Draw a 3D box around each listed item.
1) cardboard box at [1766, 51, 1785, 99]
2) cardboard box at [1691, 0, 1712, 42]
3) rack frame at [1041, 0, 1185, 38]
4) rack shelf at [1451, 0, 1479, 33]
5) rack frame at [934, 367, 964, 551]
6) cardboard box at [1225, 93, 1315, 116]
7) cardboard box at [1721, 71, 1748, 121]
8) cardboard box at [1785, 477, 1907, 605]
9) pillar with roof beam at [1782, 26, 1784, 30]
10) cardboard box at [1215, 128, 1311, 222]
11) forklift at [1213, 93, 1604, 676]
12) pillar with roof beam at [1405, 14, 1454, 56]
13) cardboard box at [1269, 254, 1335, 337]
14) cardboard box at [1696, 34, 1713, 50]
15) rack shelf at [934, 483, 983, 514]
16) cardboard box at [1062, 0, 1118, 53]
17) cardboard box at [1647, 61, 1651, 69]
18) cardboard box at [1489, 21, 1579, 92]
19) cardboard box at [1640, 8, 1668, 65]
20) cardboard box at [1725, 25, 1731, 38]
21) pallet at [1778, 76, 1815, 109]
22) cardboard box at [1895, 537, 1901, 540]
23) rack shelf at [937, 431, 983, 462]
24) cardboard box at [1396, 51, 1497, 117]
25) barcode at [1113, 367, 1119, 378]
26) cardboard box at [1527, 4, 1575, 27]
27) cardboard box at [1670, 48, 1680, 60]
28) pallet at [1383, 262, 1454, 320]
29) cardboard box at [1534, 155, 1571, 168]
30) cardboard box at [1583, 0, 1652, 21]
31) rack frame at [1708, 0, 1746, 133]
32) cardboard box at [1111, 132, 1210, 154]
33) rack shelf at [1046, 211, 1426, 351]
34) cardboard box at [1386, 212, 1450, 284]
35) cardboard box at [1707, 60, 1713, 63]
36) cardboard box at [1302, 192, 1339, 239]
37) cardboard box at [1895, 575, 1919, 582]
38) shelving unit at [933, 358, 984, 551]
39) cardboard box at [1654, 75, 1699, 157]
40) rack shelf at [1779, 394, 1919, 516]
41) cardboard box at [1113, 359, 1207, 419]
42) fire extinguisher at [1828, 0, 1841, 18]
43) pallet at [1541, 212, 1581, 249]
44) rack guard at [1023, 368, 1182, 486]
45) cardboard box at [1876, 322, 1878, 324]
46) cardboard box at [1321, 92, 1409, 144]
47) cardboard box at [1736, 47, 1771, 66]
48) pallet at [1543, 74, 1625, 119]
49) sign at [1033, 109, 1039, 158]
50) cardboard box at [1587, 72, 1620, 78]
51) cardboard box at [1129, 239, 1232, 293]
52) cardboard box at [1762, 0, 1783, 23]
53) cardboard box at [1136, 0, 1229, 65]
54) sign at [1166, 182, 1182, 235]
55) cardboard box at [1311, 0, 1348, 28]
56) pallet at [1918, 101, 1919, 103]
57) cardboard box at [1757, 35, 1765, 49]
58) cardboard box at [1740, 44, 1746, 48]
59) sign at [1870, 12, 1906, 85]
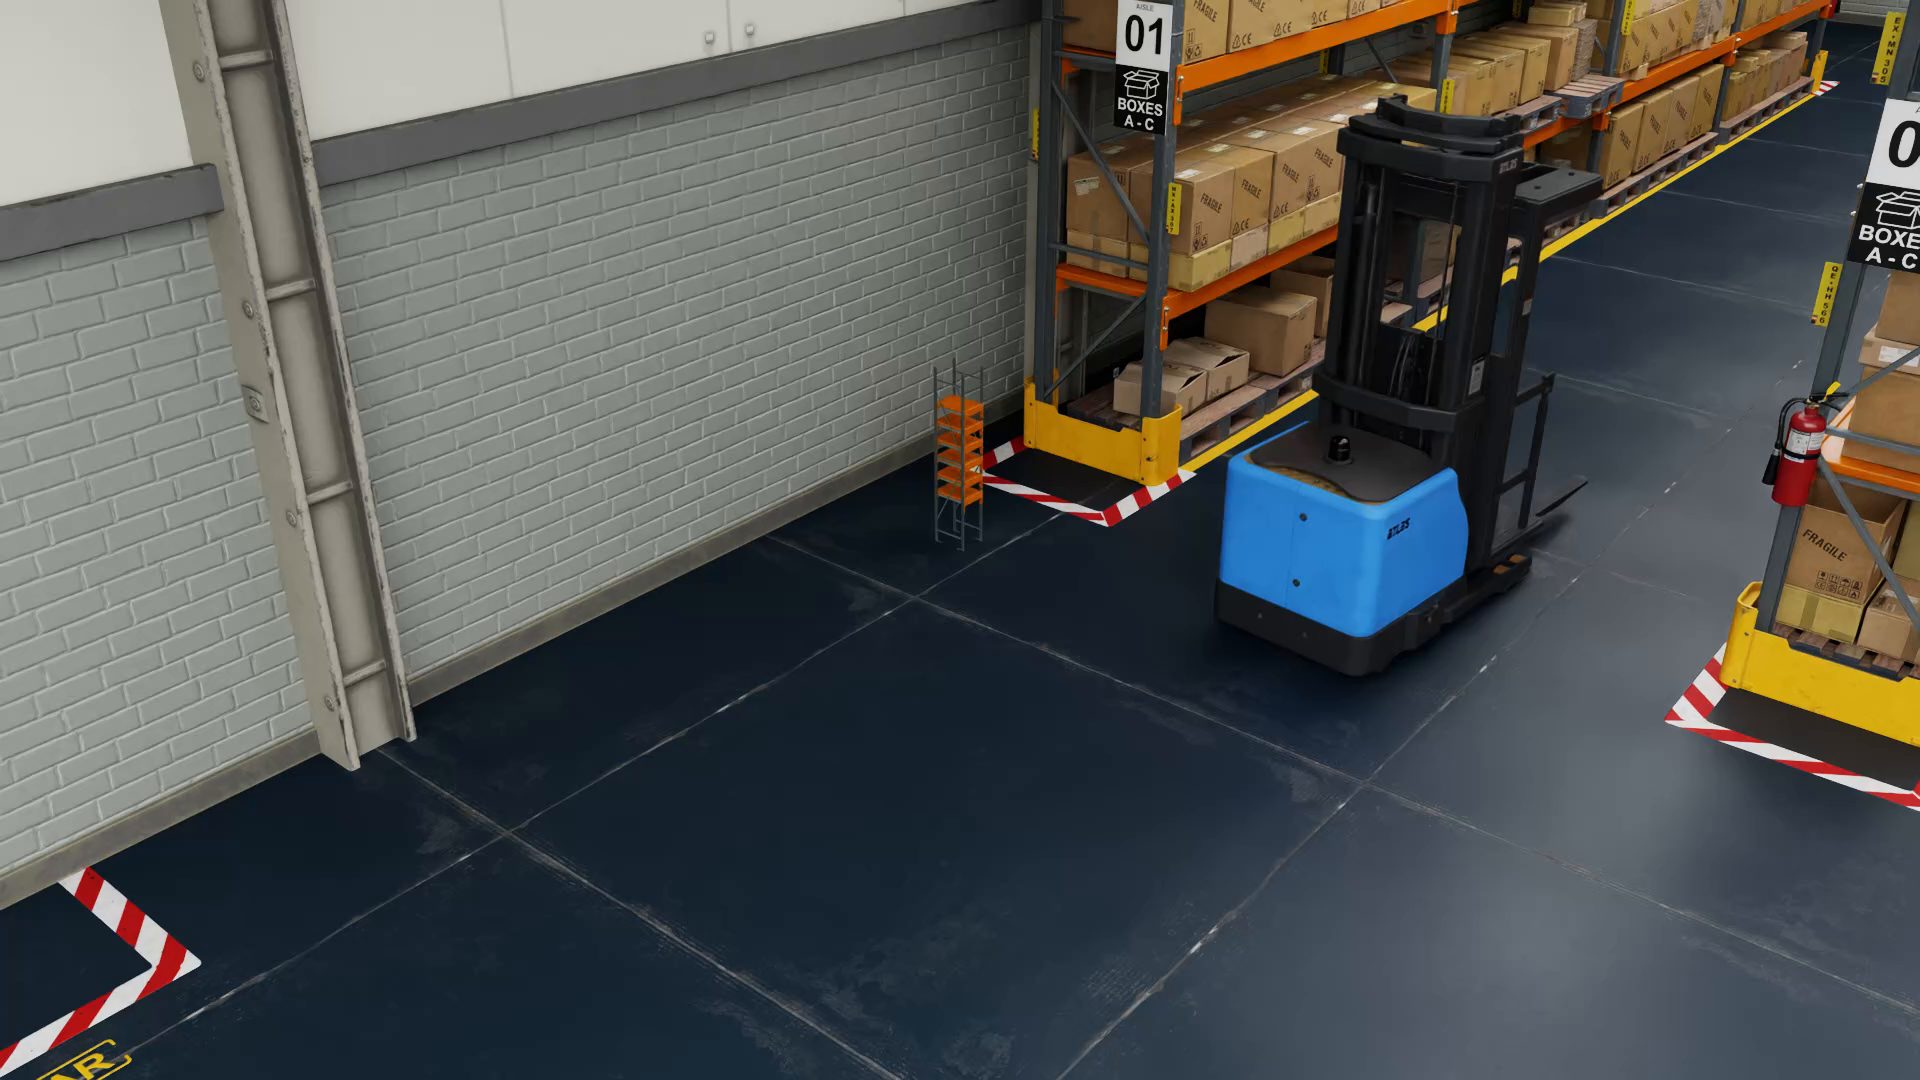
[{"bbox_3d":[10.117,-6.010,21.366,0.700,0.500,0.500,19,33,33],"label":"cardboard box"},{"bbox_3d":[7.836,-5.737,18.121,0.500,0.500,0.500,21,34,34],"label":"cardboard box"},{"bbox_3d":[0.945,-4.558,9.768,1.000,3.000,0.127,21,34,34],"label":"rack frame"},{"bbox_3d":[4.762,-5.034,14.735,1.077,0.370,4.000,21,34,34],"label":"rack shelf"},{"bbox_3d":[-0.067,-0.495,10.402,0.240,1.200,0.006,21,34,34],"label":"rack frame"},{"bbox_3d":[2.376,-3.124,12.850,0.500,0.500,0.500,22,34,36],"label":"cardboard box"},{"bbox_3d":[9.133,-5.460,20.303,0.700,0.500,0.500,21,34,35],"label":"cardboard box"},{"bbox_3d":[4.882,-0.023,9.249,0.500,0.500,0.500,21,34,34],"label":"cardboard box"},{"bbox_3d":[15.494,-10.183,20.641,9.100,9.000,0.400,21,34,34],"label":"pillar with roof beam"},{"bbox_3d":[2.137,-2.604,11.845,0.500,0.500,0.500,19,33,33],"label":"cardboard box"},{"bbox_3d":[2.882,-1.131,9.747,1.130,2.935,3.031,25,36,39],"label":"forklift"},{"bbox_3d":[7.862,-5.929,12.416,9.100,9.000,0.400,21,34,34],"label":"pillar with roof beam"},{"bbox_3d":[2.860,-2.018,13.627,0.500,0.500,0.500,18,32,31],"label":"cardboard box"},{"bbox_3d":[8.117,-5.557,18.479,0.380,0.149,0.250,21,34,34],"label":"cardboard box"},{"bbox_3d":[-0.009,-0.275,10.595,0.258,0.103,0.180,21,34,34],"label":"rack shelf"},{"bbox_3d":[1.016,-3.501,10.859,0.500,0.500,0.500,24,36,38],"label":"cardboard box"},{"bbox_3d":[7.047,-5.053,17.504,0.380,0.149,0.250,22,34,35],"label":"cardboard box"},{"bbox_3d":[5.408,-4.594,15.779,0.700,0.500,0.500,17,32,30],"label":"cardboard box"},{"bbox_3d":[6.881,-5.196,17.075,0.500,0.500,0.500,22,35,36],"label":"cardboard box"},{"bbox_3d":[8.582,-5.843,19.032,0.380,0.149,0.250,21,34,35],"label":"cardboard box"},{"bbox_3d":[10.674,-6.022,22.161,1.003,0.211,1.213,21,34,34],"label":"pallet"},{"bbox_3d":[5.509,-0.048,10.113,0.500,0.250,0.500,21,34,34],"label":"cardboard box"},{"bbox_3d":[-0.009,-0.595,10.430,0.258,0.103,0.180,21,34,34],"label":"rack shelf"},{"bbox_3d":[4.201,-3.918,14.472,0.500,0.500,0.700,-24,36,-39],"label":"cardboard box"},{"bbox_3d":[1.158,-1.241,12.323,0.001,0.075,0.075,21,34,34],"label":"barcode"},{"bbox_3d":[5.644,-5.009,15.874,0.380,0.149,0.250,15,31,26],"label":"cardboard box"},{"bbox_3d":[7.562,-5.315,18.011,0.380,0.149,0.250,22,35,36],"label":"cardboard box"},{"bbox_3d":[3.984,-2.350,15.063,1.003,0.211,1.213,21,34,34],"label":"pallet"},{"bbox_3d":[5.616,-3.545,16.580,0.700,0.500,0.500,21,34,35],"label":"cardboard box"},{"bbox_3d":[6.540,-5.345,16.546,0.500,0.250,0.500,22,34,36],"label":"cardboard box"},{"bbox_3d":[8.578,-6.148,19.371,1.000,3.000,0.127,21,34,34],"label":"rack frame"},{"bbox_3d":[1.409,-2.574,11.786,0.500,0.500,0.500,21,34,35],"label":"cardboard box"},{"bbox_3d":[2.218,-2.283,12.682,1.077,0.370,4.000,21,34,34],"label":"rack shelf"},{"bbox_3d":[3.945,-2.663,14.875,0.700,0.500,0.500,22,35,36],"label":"cardboard box"},{"bbox_3d":[8.888,-5.755,20.167,0.380,0.149,0.250,21,34,34],"label":"cardboard box"},{"bbox_3d":[2.472,-2.462,12.386,0.500,0.250,0.500,21,34,35],"label":"cardboard box"},{"bbox_3d":[5.598,0.284,9.472,0.500,0.250,0.500,21,34,34],"label":"cardboard box"},{"bbox_3d":[-0.009,-0.528,10.464,0.258,1.200,0.189,21,34,34],"label":"shelving unit"},{"bbox_3d":[7.702,-4.796,18.638,0.750,0.750,0.750,22,35,36],"label":"cardboard box"},{"bbox_3d":[6.042,-0.837,9.886,1.077,0.370,4.000,21,34,34],"label":"rack shelf"},{"bbox_3d":[1.455,-1.114,12.086,0.500,0.311,0.500,17,32,29],"label":"cardboard box"},{"bbox_3d":[11.575,-7.285,22.058,0.296,0.674,0.183,21,34,34],"label":"fire extinguisher"},{"bbox_3d":[5.536,-3.215,16.735,1.003,0.211,1.213,21,34,34],"label":"pallet"},{"bbox_3d":[0.994,-0.811,11.773,1.175,0.500,0.348,21,34,34],"label":"rack guard"},{"bbox_3d":[5.032,-1.064,8.728,0.380,0.149,0.250,22,34,36],"label":"cardboard box"},{"bbox_3d":[3.115,-3.151,12.901,0.500,0.500,0.500,21,34,34],"label":"cardboard box"},{"bbox_3d":[9.824,-6.001,20.644,0.380,0.149,0.250,20,33,33],"label":"cardboard box"},{"bbox_3d":[5.663,-4.361,16.125,1.213,0.211,1.003,21,34,34],"label":"pallet"},{"bbox_3d":[0.530,-2.718,11.135,0.100,0.325,0.005,21,34,34],"label":"sign"},{"bbox_3d":[6.422,-4.677,16.777,0.380,0.149,0.250,20,34,34],"label":"cardboard box"},{"bbox_3d":[1.501,-1.916,11.331,0.500,0.250,0.500,20,33,33],"label":"cardboard box"},{"bbox_3d":[9.404,-6.726,20.161,0.980,0.700,0.700,20,33,33],"label":"cardboard box"},{"bbox_3d":[1.351,-3.325,10.518,0.500,0.500,0.500,22,34,36],"label":"cardboard box"},{"bbox_3d":[1.364,-2.120,10.641,0.100,0.325,0.005,21,34,34],"label":"sign"},{"bbox_3d":[2.372,-3.886,11.603,0.500,0.500,0.500,23,35,37],"label":"cardboard box"},{"bbox_3d":[5.240,-1.984,8.151,1.003,0.211,1.213,21,34,34],"label":"pallet"},{"bbox_3d":[10.199,-6.488,21.584,0.380,0.149,0.250,21,34,35],"label":"cardboard box"},{"bbox_3d":[9.713,-6.217,21.060,0.380,0.149,0.250,20,33,34],"label":"cardboard box"},{"bbox_3d":[4.360,-2.301,7.792,0.100,0.325,0.005,21,34,34],"label":"sign"}]
